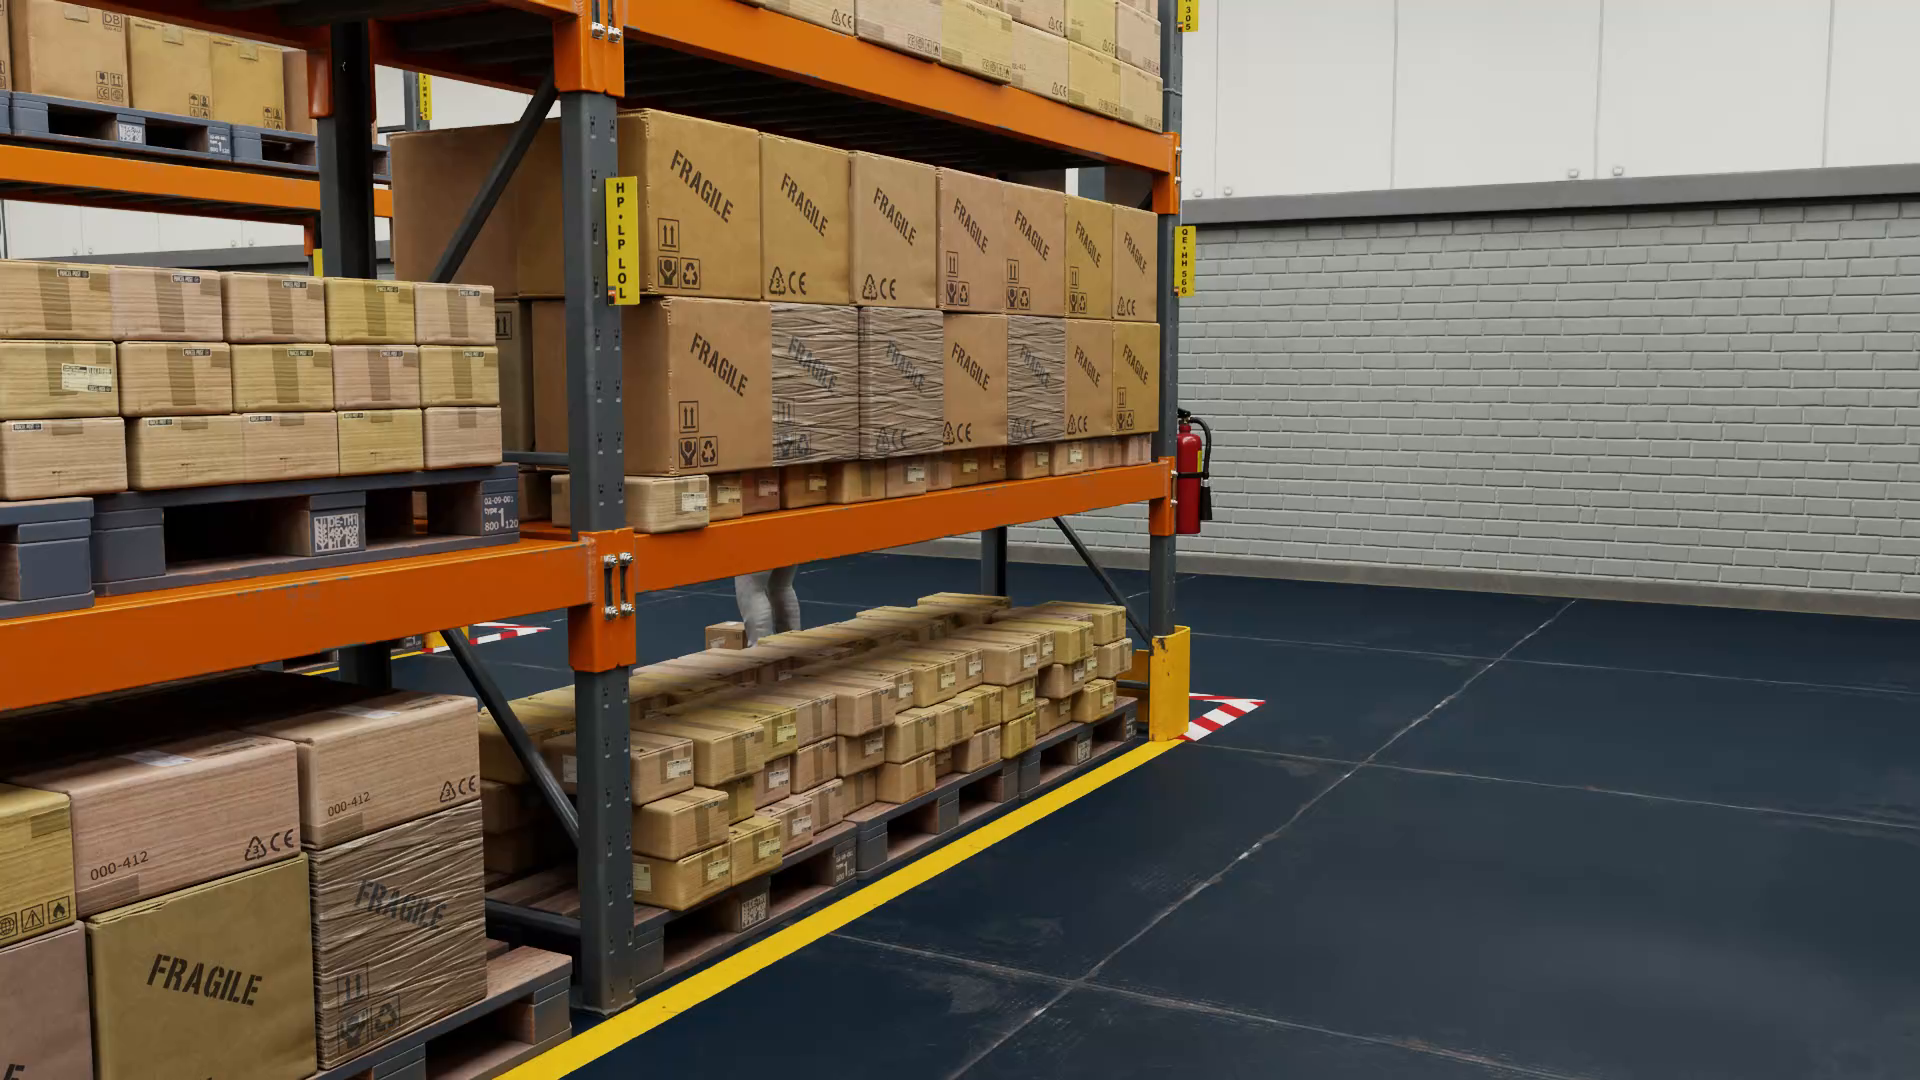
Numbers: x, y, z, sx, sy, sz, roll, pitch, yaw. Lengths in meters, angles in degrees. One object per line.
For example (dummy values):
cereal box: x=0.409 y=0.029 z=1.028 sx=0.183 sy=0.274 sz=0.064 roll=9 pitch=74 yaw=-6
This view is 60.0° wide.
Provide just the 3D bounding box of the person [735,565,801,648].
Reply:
person: x=-1.114 y=-0.071 z=9.512 sx=0.470 sy=1.666 sz=0.542 roll=3 pitch=7 yaw=28
